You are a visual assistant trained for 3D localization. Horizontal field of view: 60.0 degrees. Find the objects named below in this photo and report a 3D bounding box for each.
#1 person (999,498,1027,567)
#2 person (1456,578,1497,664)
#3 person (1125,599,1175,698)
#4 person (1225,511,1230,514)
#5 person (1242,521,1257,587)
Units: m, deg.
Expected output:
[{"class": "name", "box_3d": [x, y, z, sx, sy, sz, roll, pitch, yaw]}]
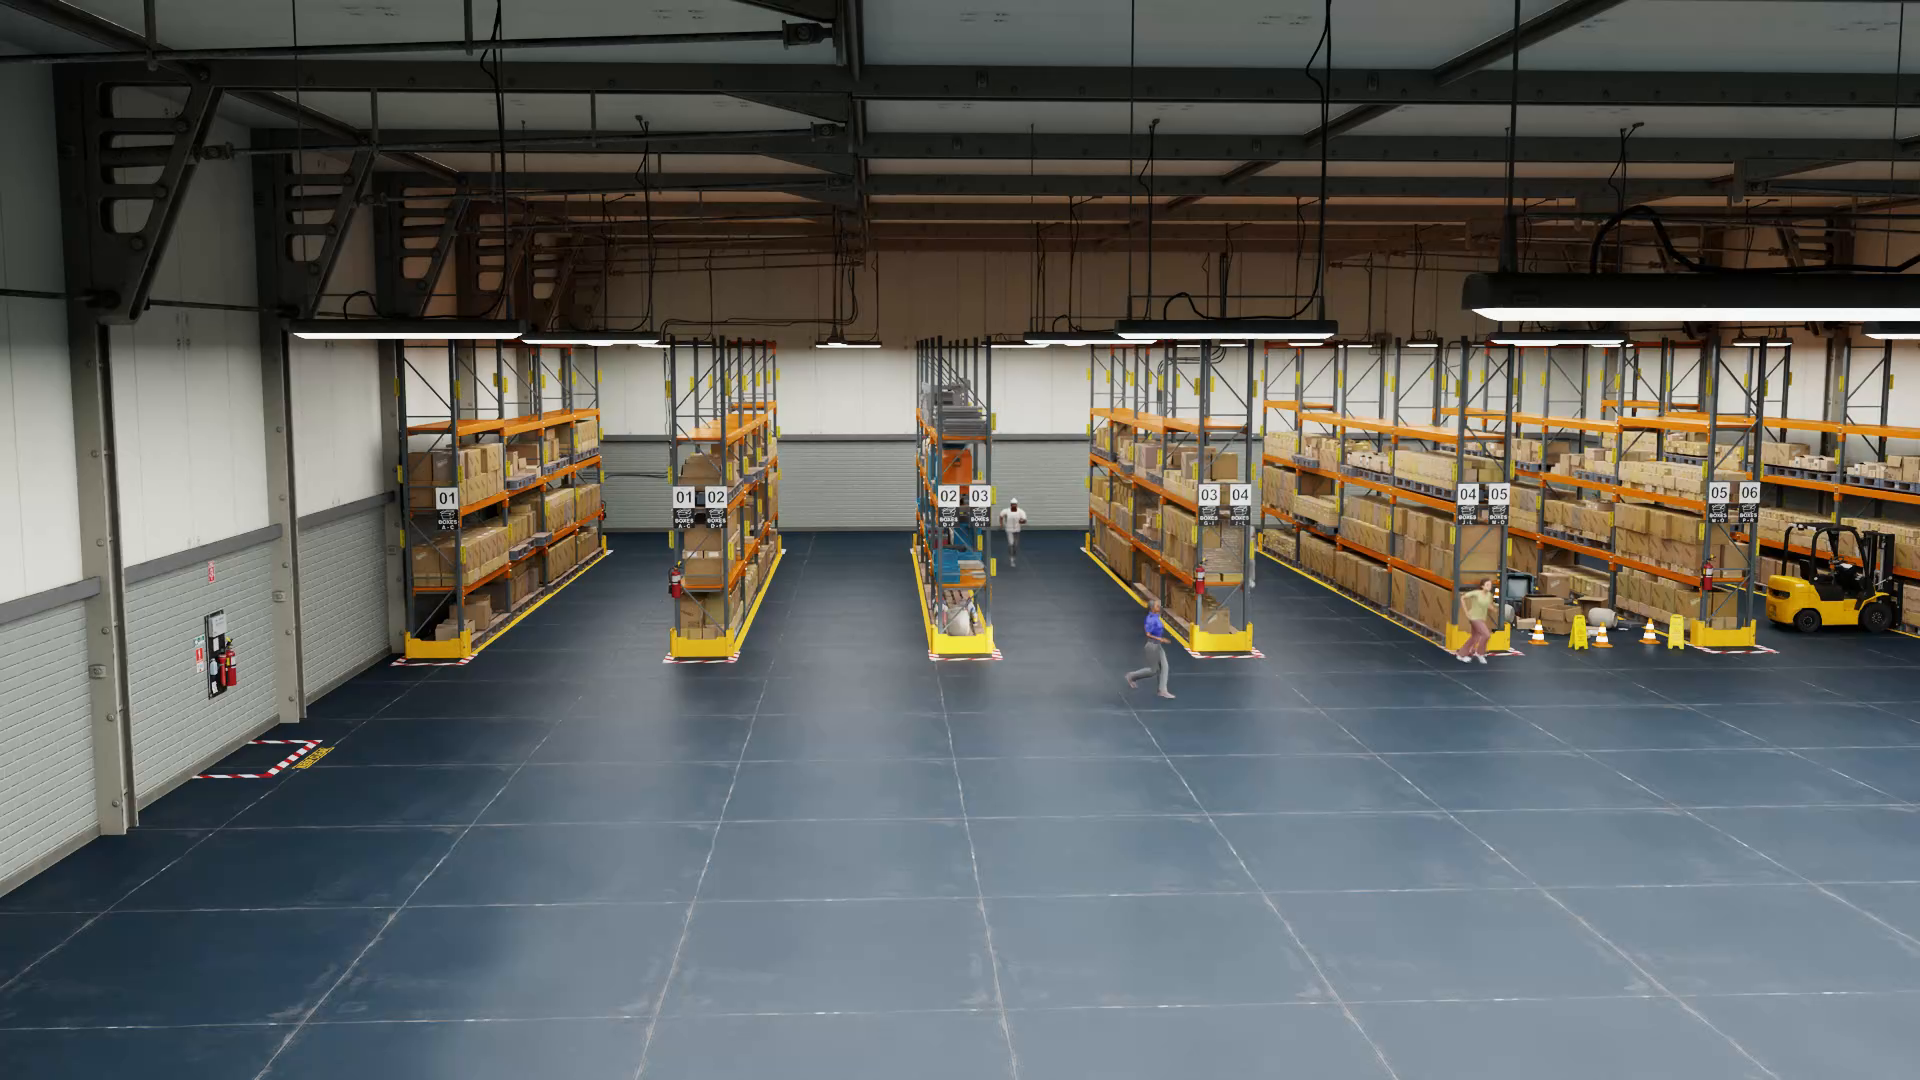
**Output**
[{"class": "person", "box_3d": [1.425, -0.209, 44.450, 0.676, 1.820, 0.875, -1, 7, -11]}, {"class": "person", "box_3d": [9.501, 1.473, 30.546, 0.601, 1.600, 0.772, -4, 8, -34]}, {"class": "person", "box_3d": [3.167, 1.798, 27.526, 0.828, 1.647, 0.581, 2, 7, 16]}, {"class": "person", "box_3d": [7.497, -0.382, 46.051, 0.677, 1.849, 0.700, 0, 6, 2]}, {"class": "person", "box_3d": [7.037, 0.251, 40.775, 0.543, 1.711, 0.844, -1, 7, -6]}]
